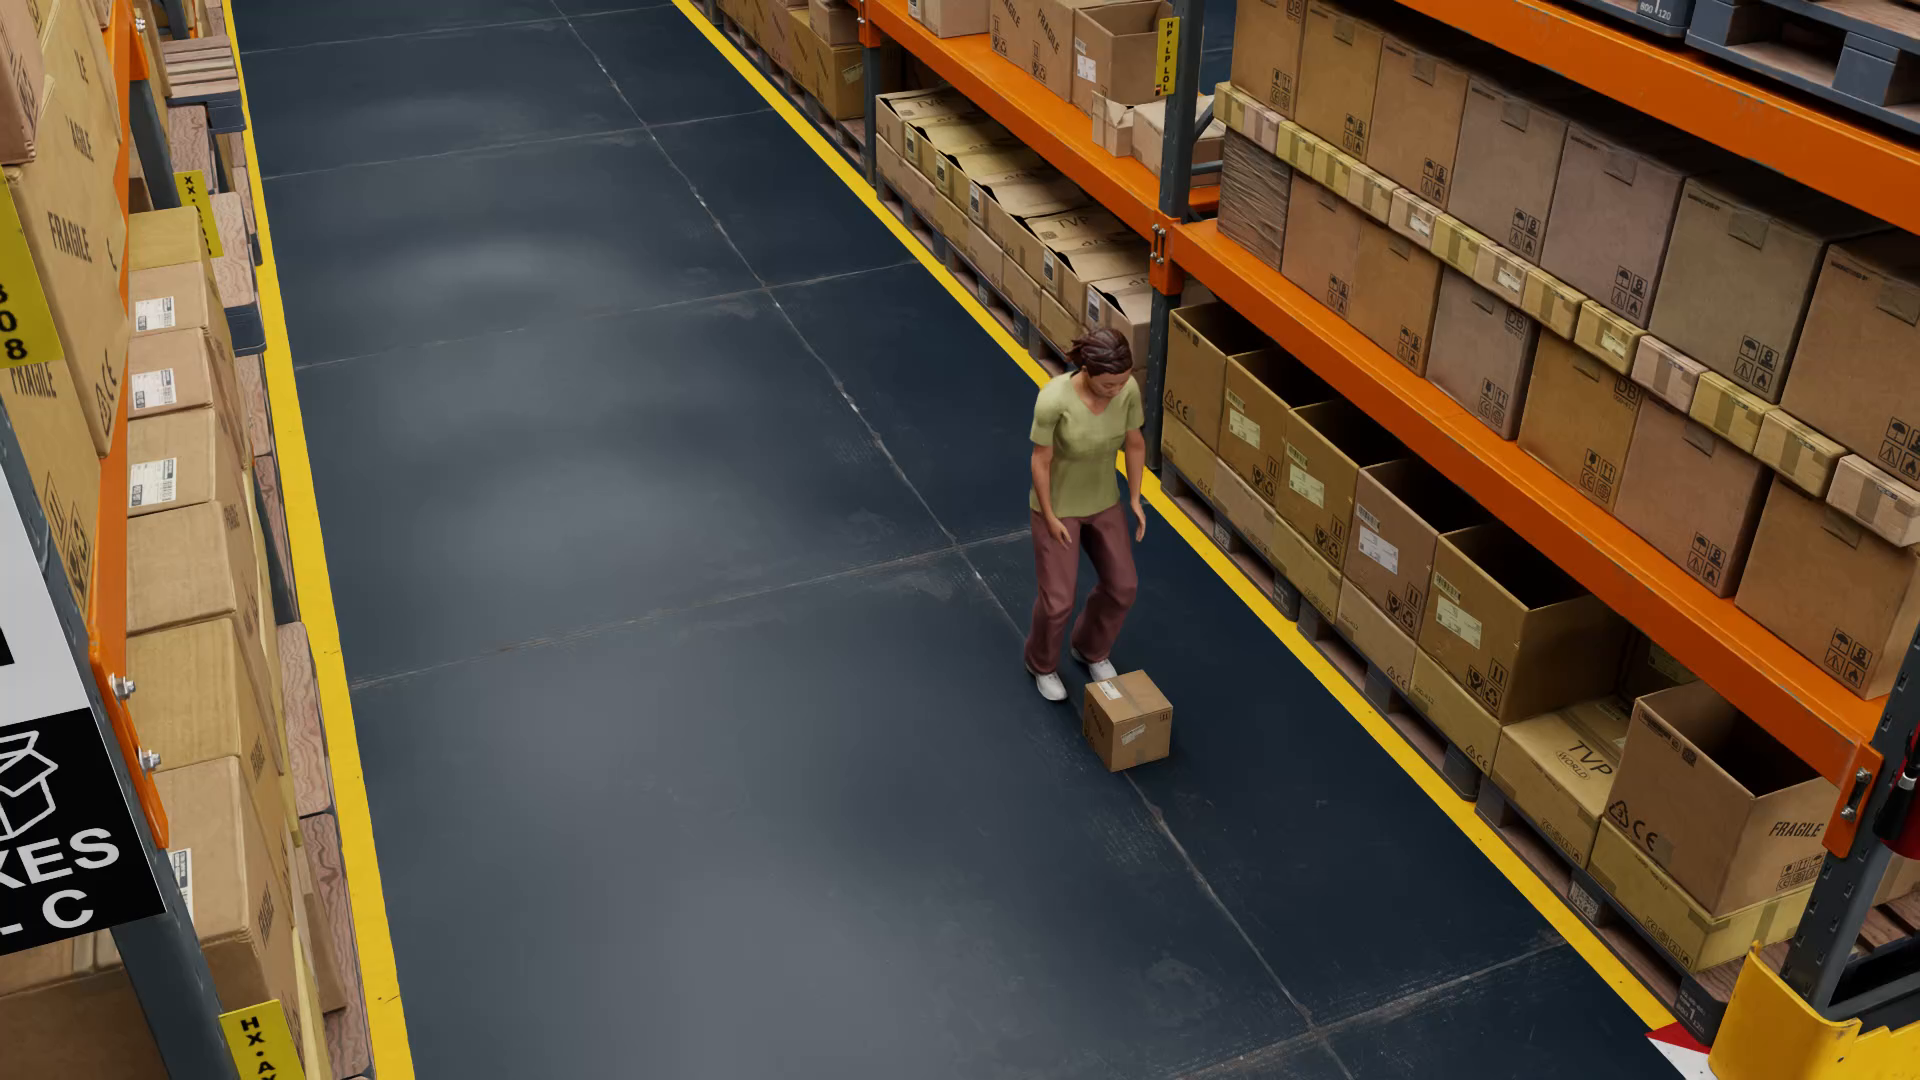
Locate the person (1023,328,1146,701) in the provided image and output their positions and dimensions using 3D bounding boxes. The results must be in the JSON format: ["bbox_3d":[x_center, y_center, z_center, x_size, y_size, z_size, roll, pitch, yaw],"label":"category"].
[{"bbox_3d":[0.488,-0.113,6.375,0.474,1.616,0.406,-13,36,-18],"label":"person"}]
